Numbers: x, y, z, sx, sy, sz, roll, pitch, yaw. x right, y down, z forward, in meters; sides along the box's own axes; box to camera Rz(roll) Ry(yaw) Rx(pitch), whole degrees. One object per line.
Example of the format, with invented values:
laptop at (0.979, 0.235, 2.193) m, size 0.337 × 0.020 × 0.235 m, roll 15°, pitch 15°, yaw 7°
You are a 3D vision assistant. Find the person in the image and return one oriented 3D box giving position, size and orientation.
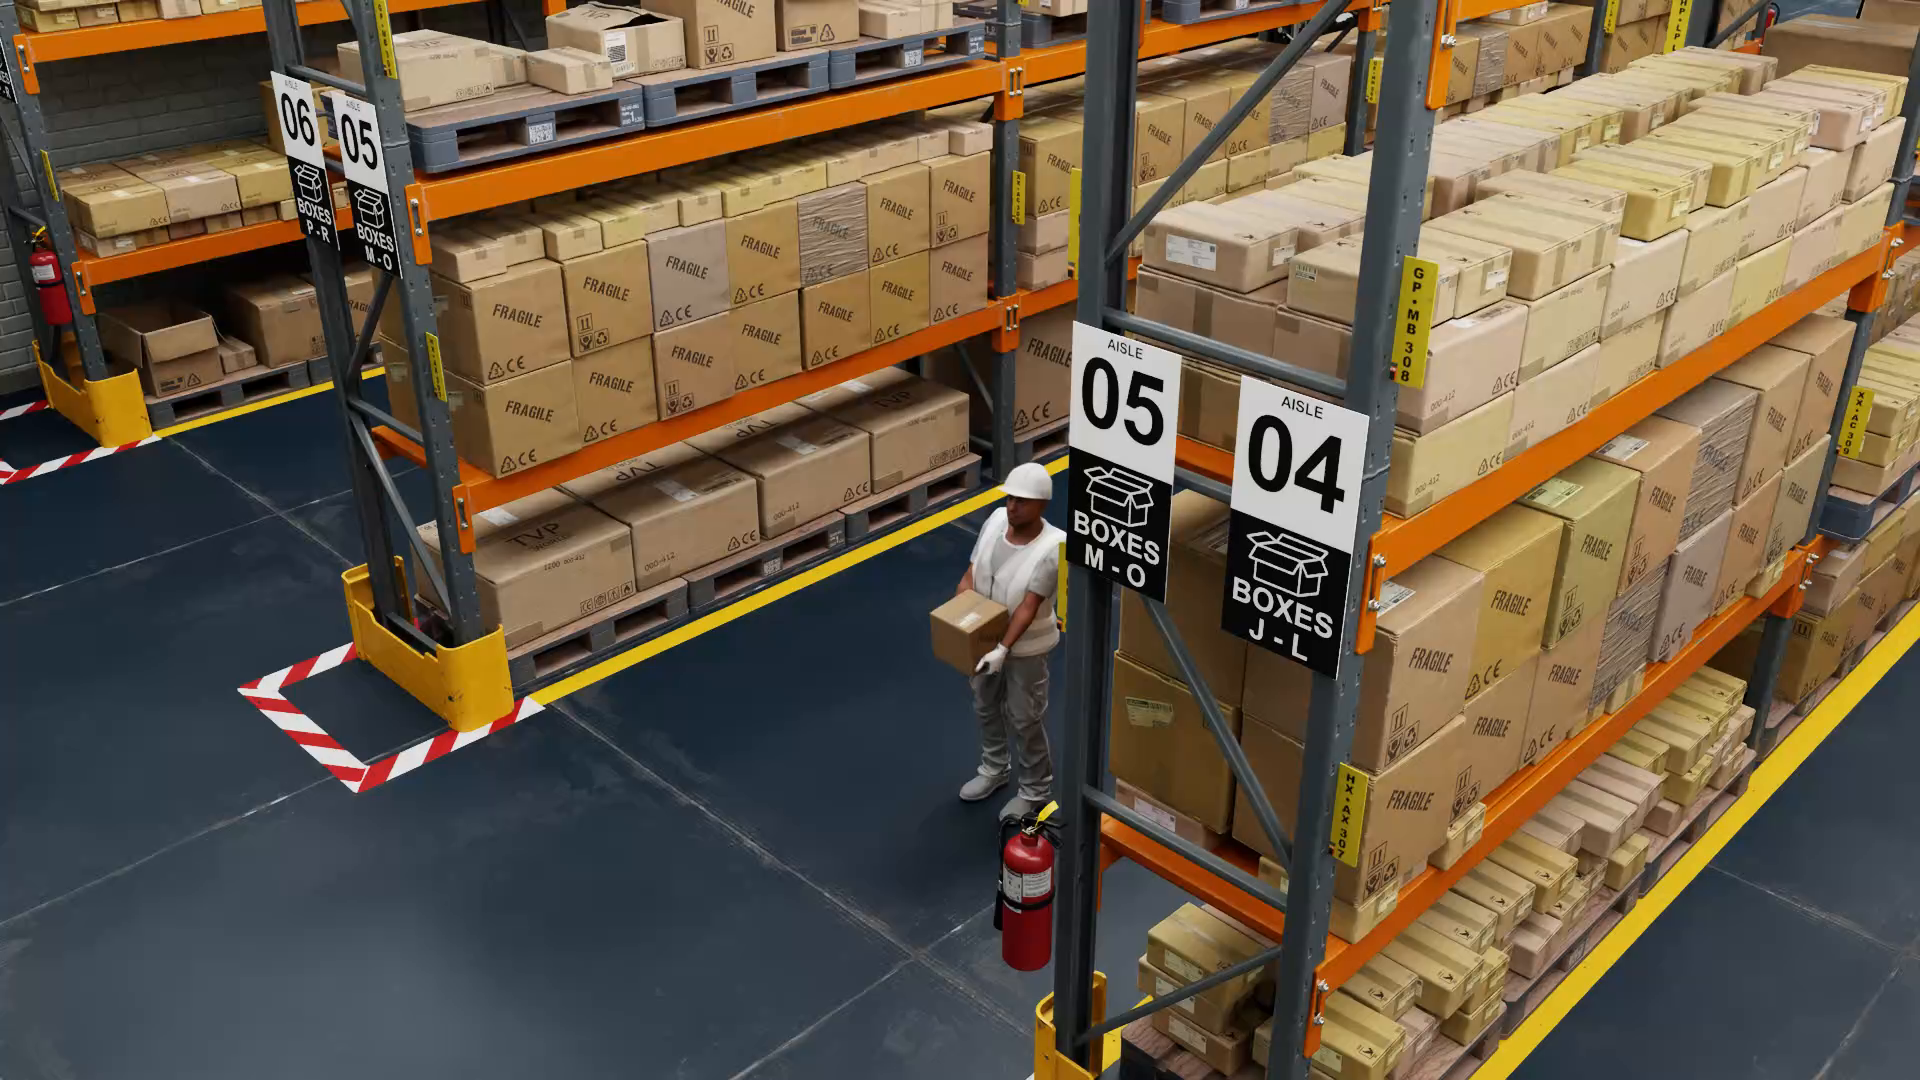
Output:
person at (0.190, 0.504, 7.637) m, size 0.574 × 1.778 × 0.487 m, roll -24°, pitch 36°, yaw -38°
